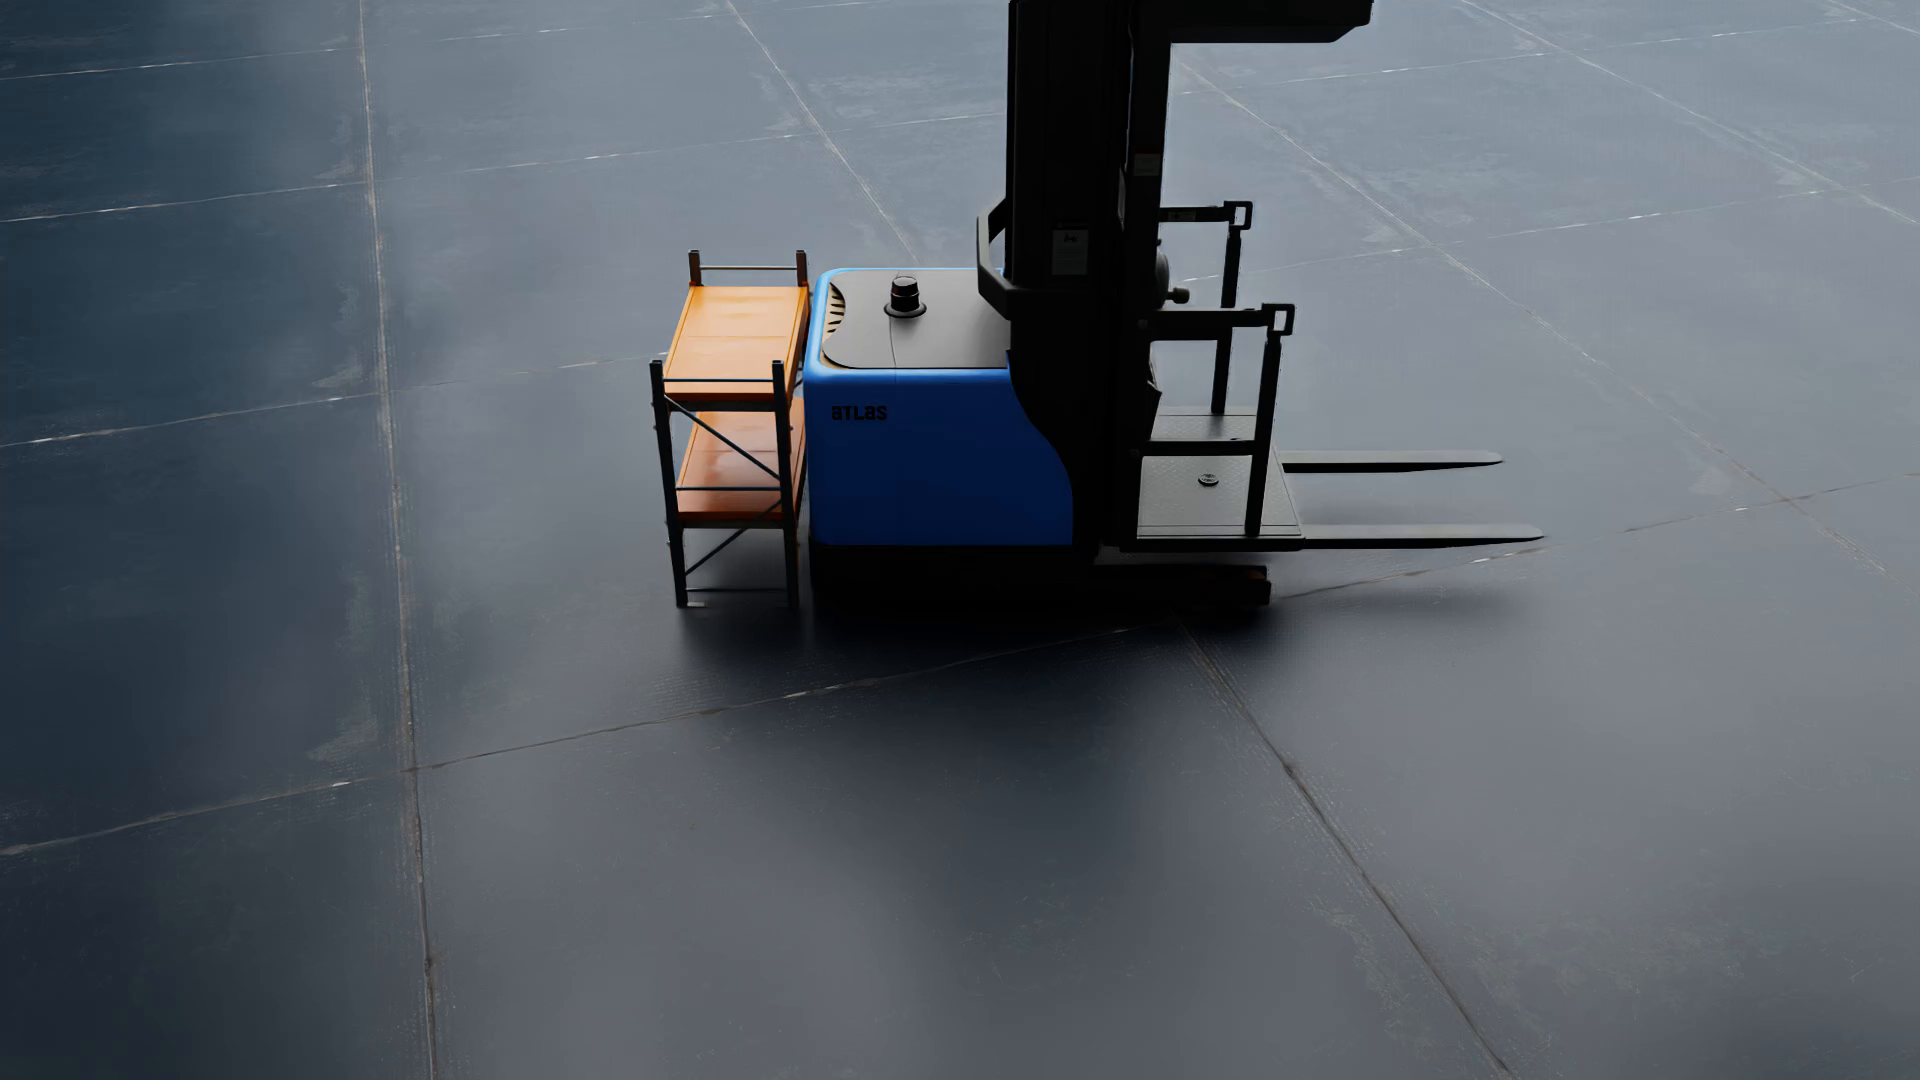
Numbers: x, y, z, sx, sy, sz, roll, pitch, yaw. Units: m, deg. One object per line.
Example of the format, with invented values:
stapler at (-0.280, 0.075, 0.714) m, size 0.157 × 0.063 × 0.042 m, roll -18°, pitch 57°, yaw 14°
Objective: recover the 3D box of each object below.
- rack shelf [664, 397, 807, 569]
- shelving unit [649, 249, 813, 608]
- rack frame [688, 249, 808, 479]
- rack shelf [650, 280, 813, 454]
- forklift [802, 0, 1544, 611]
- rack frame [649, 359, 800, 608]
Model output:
rack shelf at (-0.908, -0.275, 7.089) m, size 0.538 × 0.278 × 1.000 m, roll 0°, pitch 33°, yaw 0°
shelving unit at (-0.908, -0.479, 6.954) m, size 0.538 × 1.125 × 1.048 m, roll 0°, pitch 33°, yaw 0°
rack frame at (-0.904, -0.759, 7.378) m, size 0.500 × 1.125 × 0.032 m, roll 0°, pitch 33°, yaw 0°
rack shelf at (-0.908, -0.723, 6.793) m, size 0.538 × 0.278 × 1.000 m, roll 0°, pitch 33°, yaw 0°
forklift at (0.897, -1.227, 6.448) m, size 3.031 × 2.935 × 1.130 m, roll 0°, pitch 33°, yaw 0°
rack frame at (-0.911, -0.199, 6.530) m, size 0.500 × 1.125 × 0.032 m, roll 0°, pitch 33°, yaw 0°
